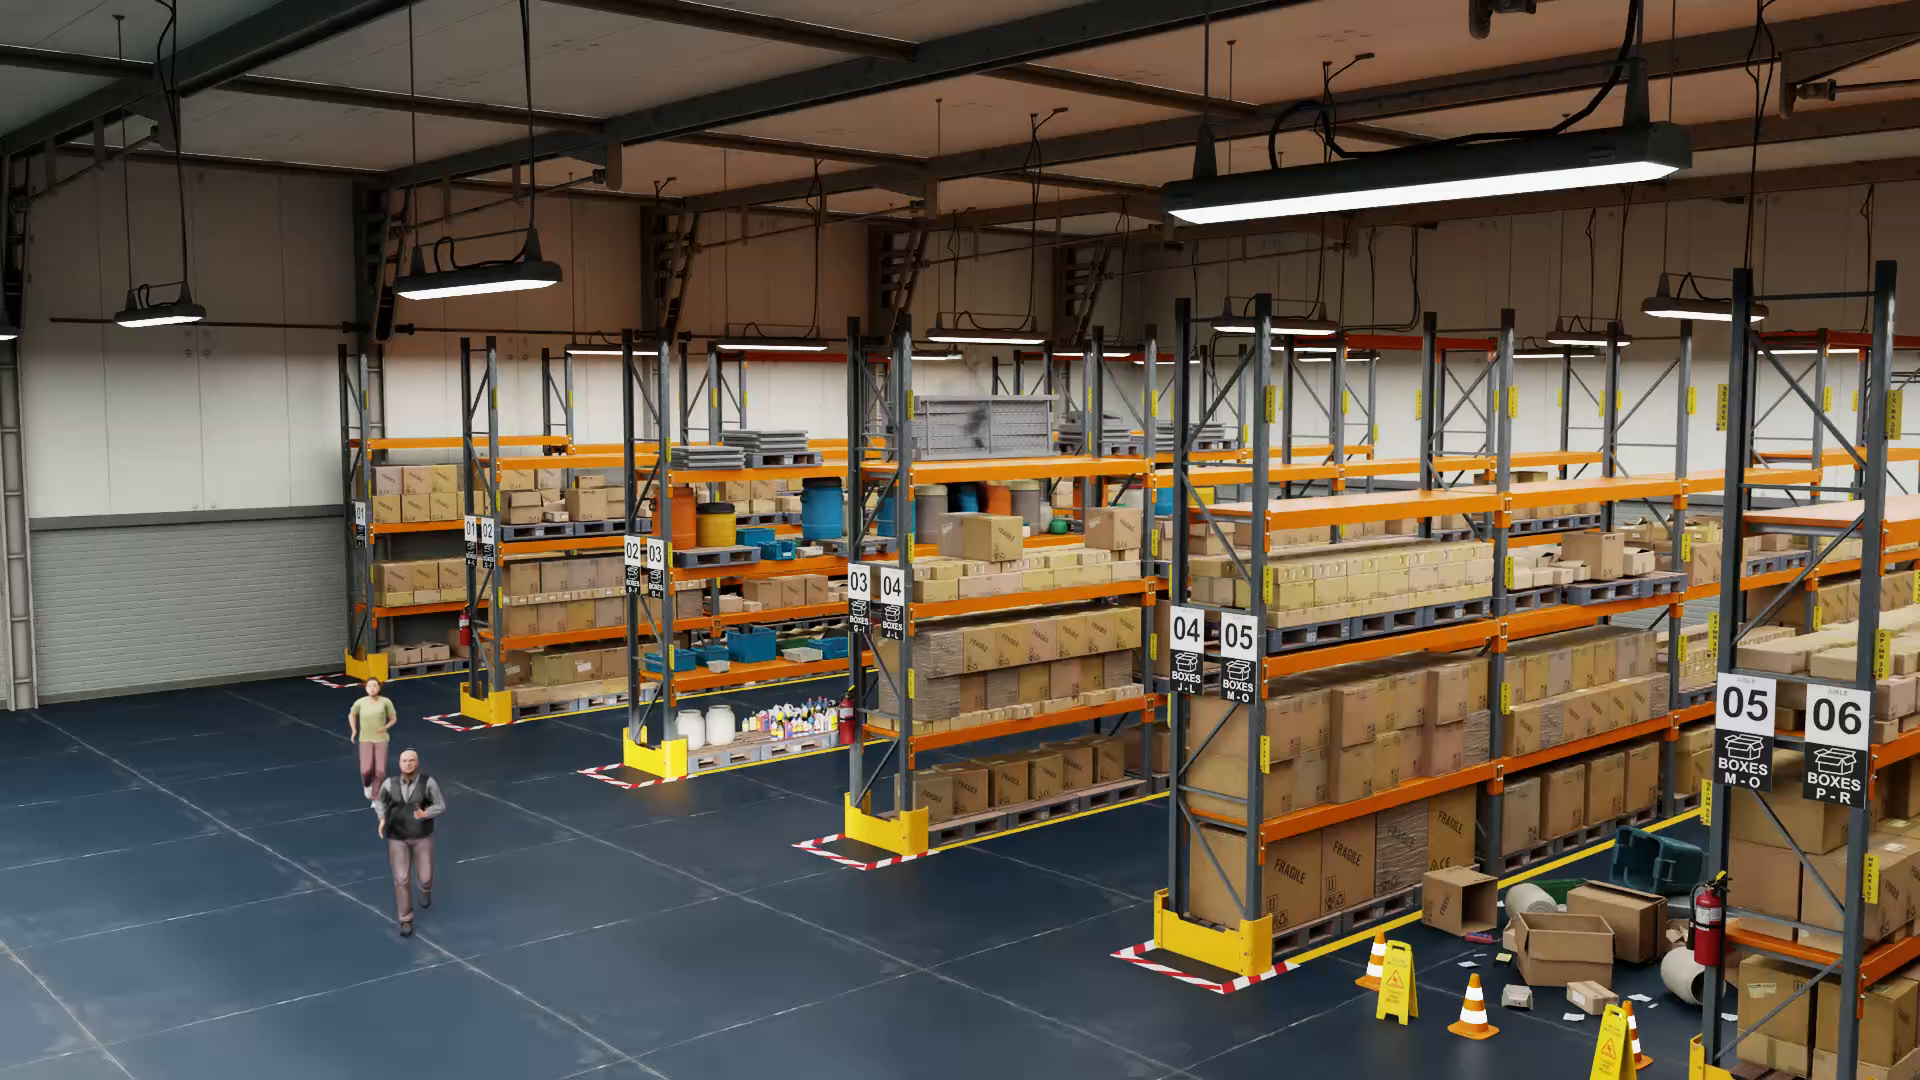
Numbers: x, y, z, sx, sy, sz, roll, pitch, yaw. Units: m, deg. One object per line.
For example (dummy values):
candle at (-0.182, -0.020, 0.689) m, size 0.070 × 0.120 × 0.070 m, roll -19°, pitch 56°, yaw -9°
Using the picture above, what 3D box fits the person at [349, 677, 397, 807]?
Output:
person at (-7.273, 2.508, 20.616) m, size 0.573 × 1.630 × 0.537 m, roll -2°, pitch 5°, yaw -18°

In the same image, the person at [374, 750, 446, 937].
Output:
person at (-5.292, 2.874, 16.010) m, size 0.666 × 1.697 × 0.900 m, roll -1°, pitch 5°, yaw -15°
